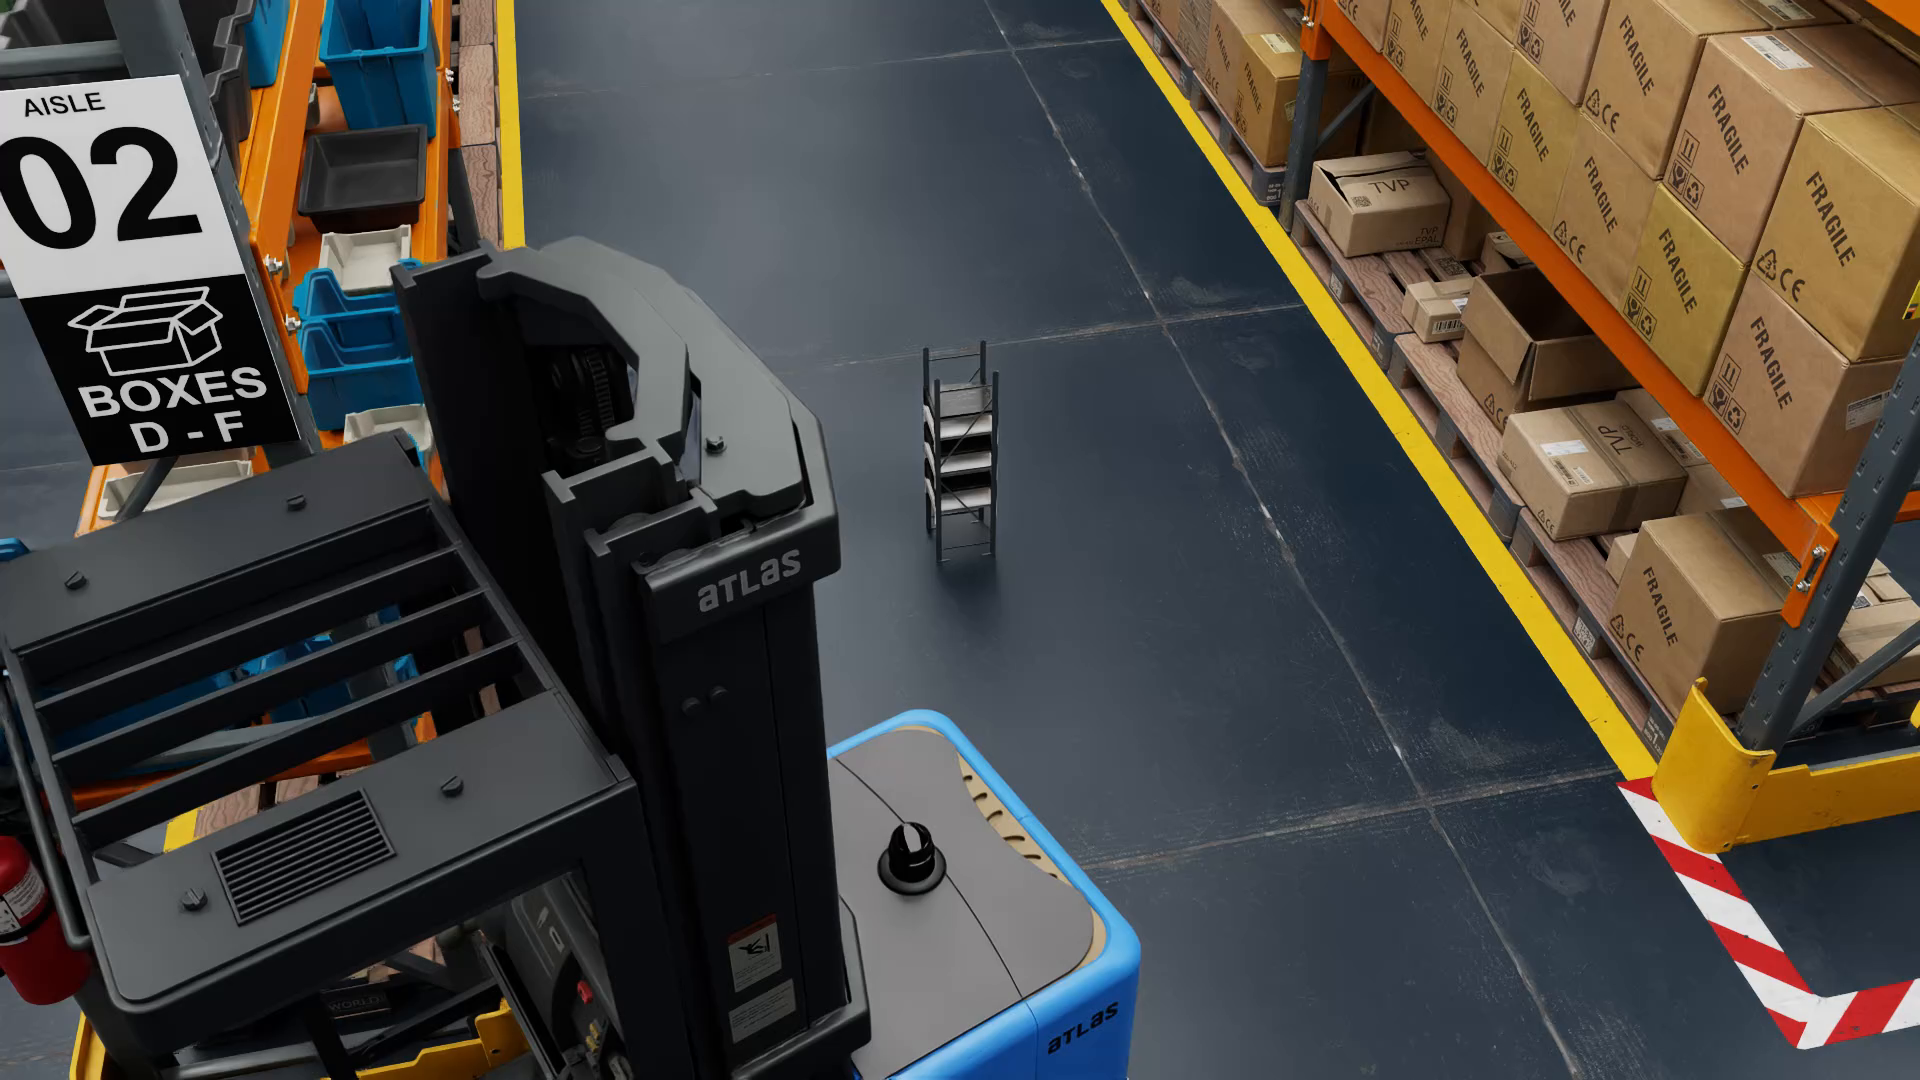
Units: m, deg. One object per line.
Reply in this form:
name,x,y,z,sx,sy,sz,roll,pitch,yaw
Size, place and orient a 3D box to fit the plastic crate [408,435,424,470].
plastic crate,-1.701,-0.095,4.678,0.416,0.233,0.300,-8,42,-9

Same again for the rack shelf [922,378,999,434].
rack shelf,0.002,-0.508,6.288,0.258,0.077,0.200,-8,42,-9

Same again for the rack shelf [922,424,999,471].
rack shelf,0.002,-0.374,6.408,0.258,0.077,0.200,-8,42,-9

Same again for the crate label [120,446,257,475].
crate label,-2.313,-0.294,4.975,0.396,0.136,0.243,-8,42,-9

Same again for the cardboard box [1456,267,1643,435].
cardboard box,2.557,-0.815,6.957,0.797,0.503,0.637,-8,42,-9

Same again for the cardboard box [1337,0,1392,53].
cardboard box,1.990,-2.469,7.196,0.500,0.500,0.500,-7,42,-8

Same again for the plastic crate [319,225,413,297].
plastic crate,-2.022,-0.932,5.693,0.293,0.136,0.466,-8,42,-9

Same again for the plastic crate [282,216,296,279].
plastic crate,-2.541,-1.055,5.724,0.437,0.282,0.530,-8,42,-9

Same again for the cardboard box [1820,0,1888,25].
cardboard box,2.948,-1.608,5.473,0.500,0.500,0.500,-8,42,-9

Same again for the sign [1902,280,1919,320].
sign,2.464,-0.693,4.161,0.100,0.325,0.005,-8,42,-9

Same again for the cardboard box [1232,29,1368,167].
cardboard box,1.760,-2.309,8.644,0.500,0.500,0.500,-9,42,-10

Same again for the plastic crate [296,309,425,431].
plastic crate,-1.844,-0.521,5.159,0.416,0.233,0.300,-8,42,-9

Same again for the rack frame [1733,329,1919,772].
rack frame,3.010,-0.208,4.725,1.000,3.000,0.127,-8,42,-9

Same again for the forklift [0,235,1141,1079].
forklift,-1.055,0.956,3.465,3.031,2.935,1.130,-23,47,-24

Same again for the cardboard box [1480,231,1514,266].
cardboard box,2.686,-1.336,7.812,0.380,0.149,0.250,-8,42,-9

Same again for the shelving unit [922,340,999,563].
shelving unit,0.002,-0.331,6.445,0.258,0.900,0.210,-8,42,-9

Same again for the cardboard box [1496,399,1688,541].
cardboard box,2.476,-0.282,6.547,0.500,0.250,0.500,-8,42,-9

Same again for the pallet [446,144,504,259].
pallet,-2.817,-1.557,8.345,1.003,0.211,1.213,-8,42,-9

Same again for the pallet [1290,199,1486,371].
pallet,2.294,-1.313,8.070,1.003,0.211,1.213,-8,42,-9

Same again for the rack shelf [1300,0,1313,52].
rack shelf,1.715,-3.828,9.345,1.077,0.370,4.000,-8,42,-9

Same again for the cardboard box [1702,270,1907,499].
cardboard box,2.647,-0.497,4.975,0.500,0.500,0.500,-7,42,-8

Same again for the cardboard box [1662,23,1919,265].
cardboard box,2.535,-1.196,5.009,0.500,0.500,0.500,-7,42,-8

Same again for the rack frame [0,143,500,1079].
rack frame,-1.828,0.499,3.928,1.000,3.000,0.127,-8,42,-9

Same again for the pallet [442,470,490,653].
pallet,-2.228,0.213,6.351,1.003,0.211,1.213,-8,42,-9

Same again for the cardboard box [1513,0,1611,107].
cardboard box,2.308,-1.864,5.762,0.500,0.500,0.500,-7,42,-8

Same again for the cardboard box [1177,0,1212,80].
cardboard box,1.554,-2.956,9.372,0.500,0.500,0.500,-8,42,-9

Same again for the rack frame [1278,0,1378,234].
rack frame,2.147,-2.801,7.646,1.000,3.000,0.127,-8,42,-9

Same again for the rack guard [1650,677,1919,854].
rack guard,2.993,0.677,5.610,1.175,0.500,0.348,-8,42,-9

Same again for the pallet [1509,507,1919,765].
pallet,2.820,0.269,6.288,1.003,0.211,1.213,-8,42,-9

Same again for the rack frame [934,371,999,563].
rack frame,0.024,-0.265,6.371,0.240,0.900,0.006,-8,42,-9

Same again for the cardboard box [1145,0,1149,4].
cardboard box,1.324,-3.623,10.124,0.500,0.500,0.500,-9,42,-10

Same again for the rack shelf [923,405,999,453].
rack shelf,0.002,-0.441,6.348,0.258,0.077,0.200,-8,42,-9

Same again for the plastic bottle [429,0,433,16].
plastic bottle,-2.382,-2.435,7.322,0.061,0.283,0.133,-8,42,-9

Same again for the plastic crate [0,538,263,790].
plastic crate,-2.082,0.273,4.111,0.616,0.435,0.499,-8,42,-9

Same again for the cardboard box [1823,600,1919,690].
cardboard box,3.255,0.373,5.886,0.380,0.149,0.250,-8,42,-9

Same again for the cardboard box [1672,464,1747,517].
cardboard box,3.062,-0.061,6.300,0.500,0.250,0.500,-8,42,-9

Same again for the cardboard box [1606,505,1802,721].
cardboard box,2.652,0.245,5.766,0.500,0.500,0.500,-8,42,-9

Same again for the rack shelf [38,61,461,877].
rack shelf,-2.259,-0.528,5.627,1.077,0.370,4.000,-8,42,-9

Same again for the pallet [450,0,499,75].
pallet,-3.343,-3.138,10.127,1.003,0.211,1.213,-8,42,-9

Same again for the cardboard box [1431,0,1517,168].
cardboard box,2.210,-1.813,6.457,0.500,0.500,0.500,-9,42,-10

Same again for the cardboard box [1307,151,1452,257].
cardboard box,2.026,-1.657,8.051,0.500,0.311,0.500,-8,42,-9

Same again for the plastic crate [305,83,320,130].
plastic crate,-2.730,-1.695,6.554,0.396,0.136,0.243,-8,42,-9

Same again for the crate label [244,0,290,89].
crate label,-1.711,-1.211,3.707,0.408,0.251,0.502,-8,42,-9

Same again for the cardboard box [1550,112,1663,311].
cardboard box,2.430,-1.157,5.718,0.500,0.500,0.500,-8,42,-9

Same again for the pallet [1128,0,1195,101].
pallet,1.667,-3.072,10.052,1.003,0.211,1.213,-8,42,-9
